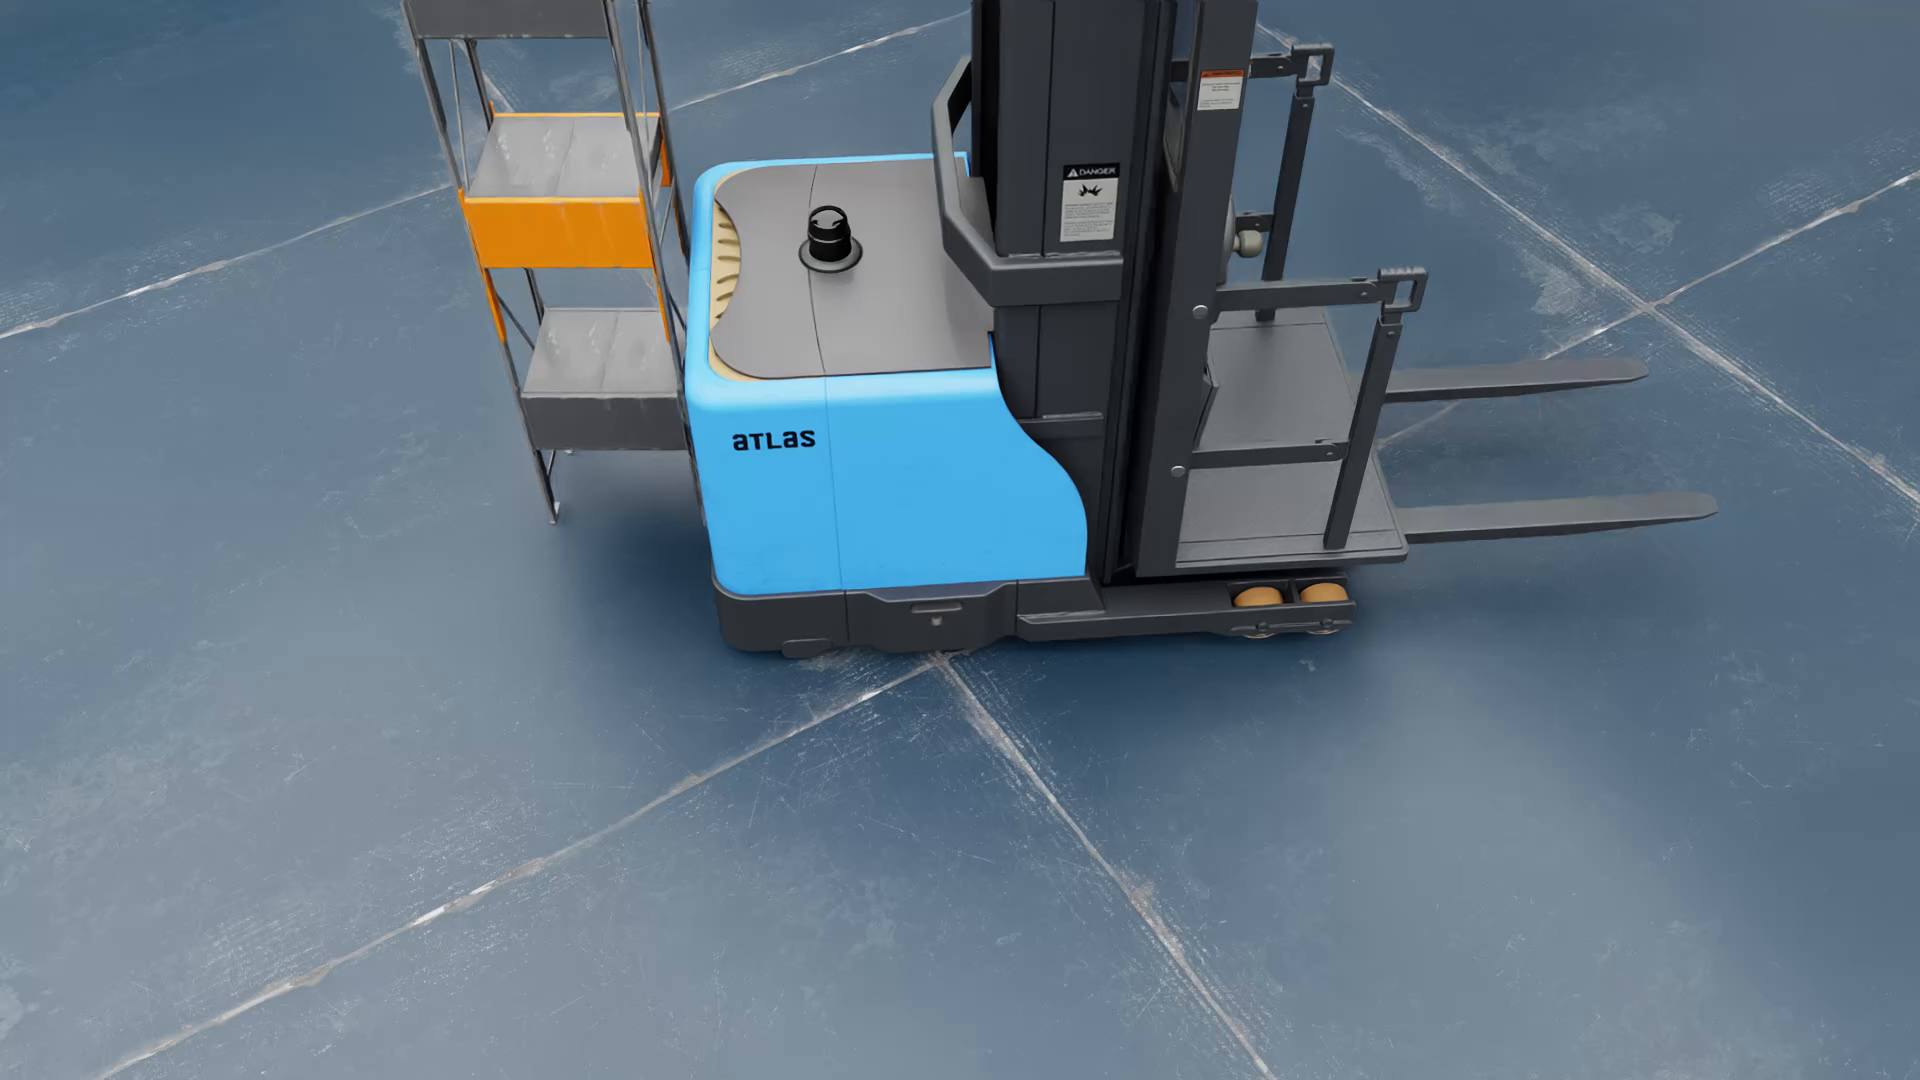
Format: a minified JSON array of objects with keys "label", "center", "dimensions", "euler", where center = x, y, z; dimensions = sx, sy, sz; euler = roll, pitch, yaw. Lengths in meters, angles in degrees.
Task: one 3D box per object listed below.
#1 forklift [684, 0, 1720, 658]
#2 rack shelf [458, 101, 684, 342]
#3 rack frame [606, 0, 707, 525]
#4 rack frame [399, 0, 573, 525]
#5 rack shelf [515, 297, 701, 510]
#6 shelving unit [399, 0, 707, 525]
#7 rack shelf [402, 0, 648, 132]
[{"label":"forklift","center":[0.766,-1.074,4.244],"dimensions":[3.031,2.935,1.130],"euler":[-3,48,-3]},{"label":"rack shelf","center":[-1.060,-0.887,4.648],"dimensions":[0.480,0.518,0.431],"euler":[0,48,1]},{"label":"rack frame","center":[-0.817,-0.896,4.633],"dimensions":[0.015,2.100,0.400],"euler":[0,48,1]},{"label":"rack frame","center":[-1.305,-0.896,4.642],"dimensions":[0.015,2.100,0.400],"euler":[0,48,1]},{"label":"rack shelf","center":[-1.052,-0.421,5.170],"dimensions":[0.480,0.518,0.431],"euler":[0,48,1]},{"label":"shelving unit","center":[-1.061,-0.896,4.638],"dimensions":[0.503,2.100,0.431],"euler":[0,48,1]},{"label":"rack shelf","center":[-1.069,-1.352,4.125],"dimensions":[0.480,0.518,0.431],"euler":[0,48,1]}]
